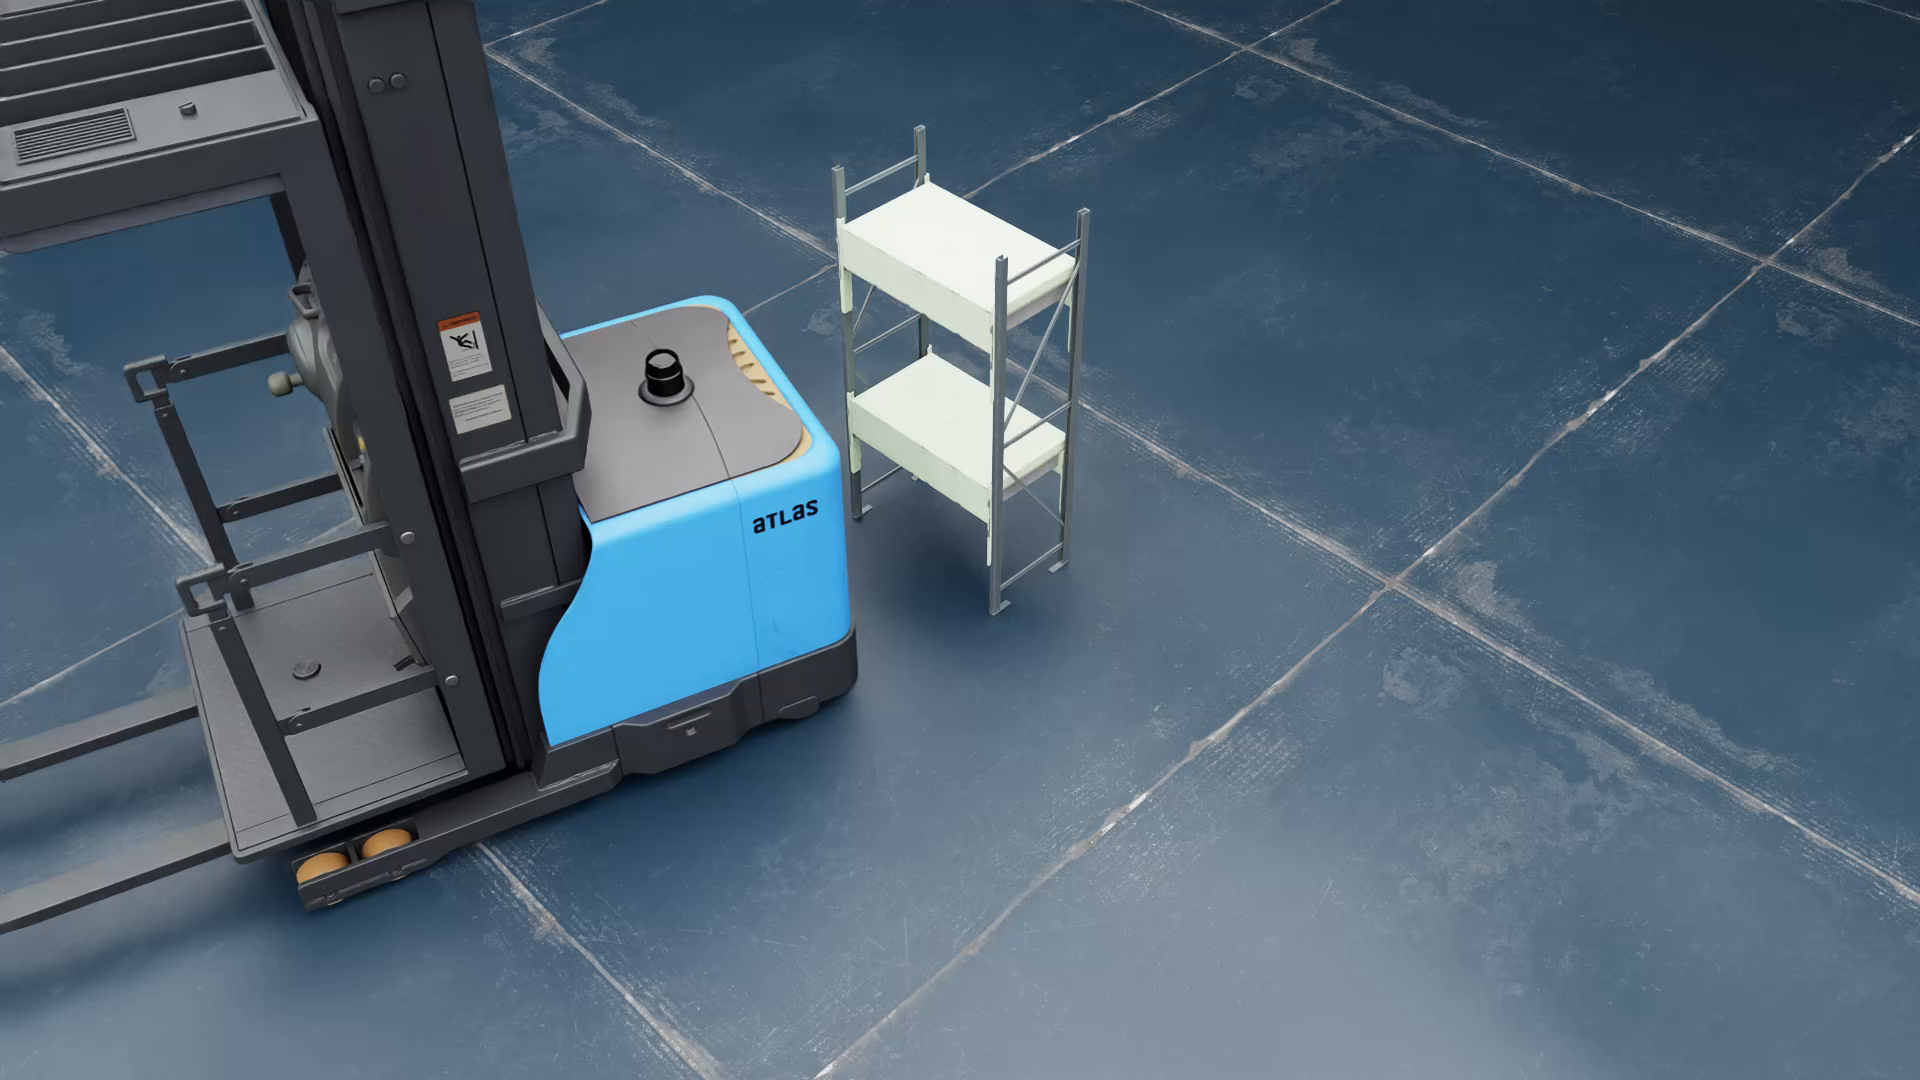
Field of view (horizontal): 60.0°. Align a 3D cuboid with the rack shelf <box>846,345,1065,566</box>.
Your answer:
[{"bbox_3d":[-0.005,-0.315,5.966,0.431,0.370,0.720,-34,53,-31],"label":"rack shelf"}]

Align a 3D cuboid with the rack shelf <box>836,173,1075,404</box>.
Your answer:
[{"bbox_3d":[-0.005,-0.841,5.480,0.431,0.370,0.720,-34,53,-31],"label":"rack shelf"}]

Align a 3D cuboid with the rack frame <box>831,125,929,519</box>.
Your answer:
[{"bbox_3d":[-0.263,-0.730,5.935,0.400,1.500,0.023,-34,53,-31],"label":"rack frame"}]

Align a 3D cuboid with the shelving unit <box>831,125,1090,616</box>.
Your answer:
[{"bbox_3d":[-0.005,-0.554,5.744,0.431,1.500,0.755,-34,53,-31],"label":"shelving unit"}]

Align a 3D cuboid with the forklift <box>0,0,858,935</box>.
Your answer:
[{"bbox_3d":[-1.895,-0.379,4.501,3.031,2.935,1.130,-19,46,-20],"label":"forklift"}]

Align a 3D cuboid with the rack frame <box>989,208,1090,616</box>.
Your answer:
[{"bbox_3d":[0.254,-0.378,5.554,0.400,1.500,0.023,-34,53,-31],"label":"rack frame"}]
